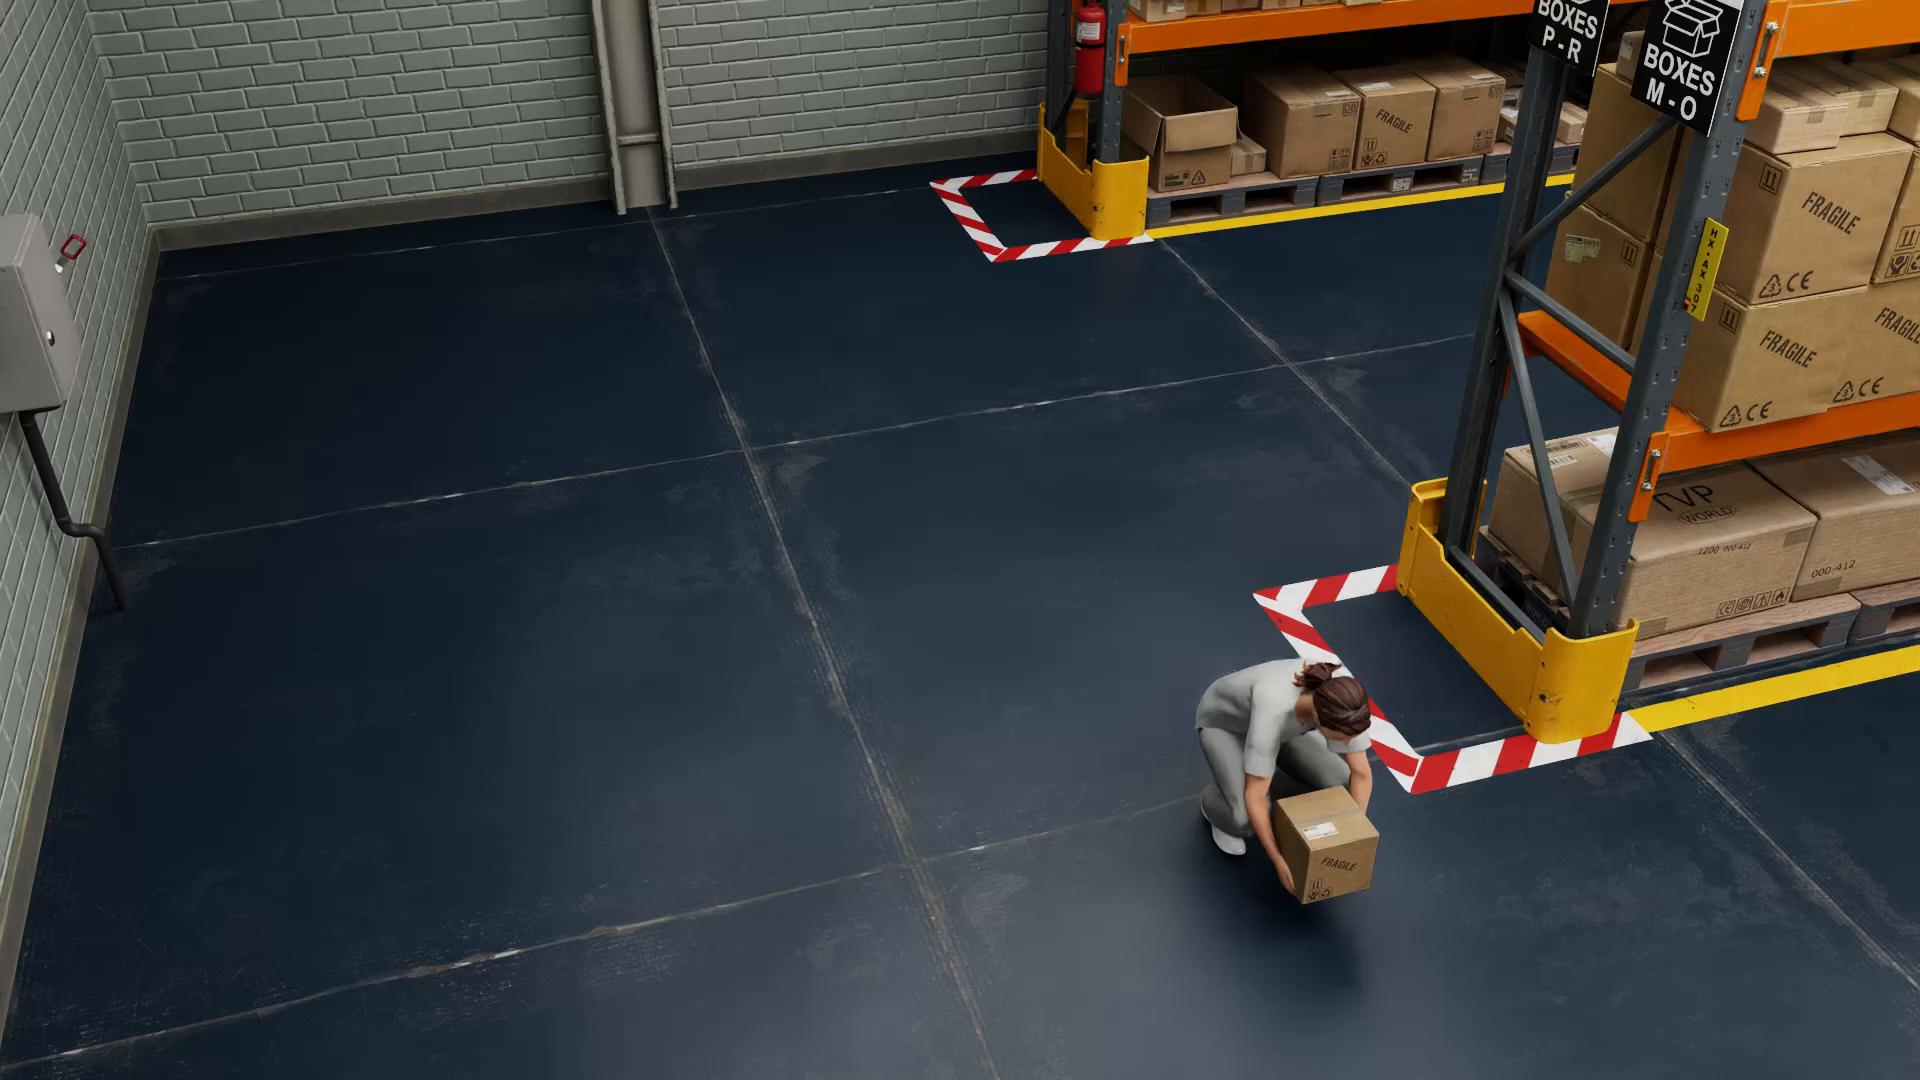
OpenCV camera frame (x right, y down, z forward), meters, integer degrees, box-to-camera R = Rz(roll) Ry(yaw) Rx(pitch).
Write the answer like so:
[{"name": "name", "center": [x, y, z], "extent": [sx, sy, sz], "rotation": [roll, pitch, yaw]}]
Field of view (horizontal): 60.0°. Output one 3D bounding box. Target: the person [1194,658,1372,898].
[{"name": "person", "center": [1.127, 0.726, 5.738], "extent": [0.490, 0.932, 0.801], "rotation": [-10, 35, -14]}]
